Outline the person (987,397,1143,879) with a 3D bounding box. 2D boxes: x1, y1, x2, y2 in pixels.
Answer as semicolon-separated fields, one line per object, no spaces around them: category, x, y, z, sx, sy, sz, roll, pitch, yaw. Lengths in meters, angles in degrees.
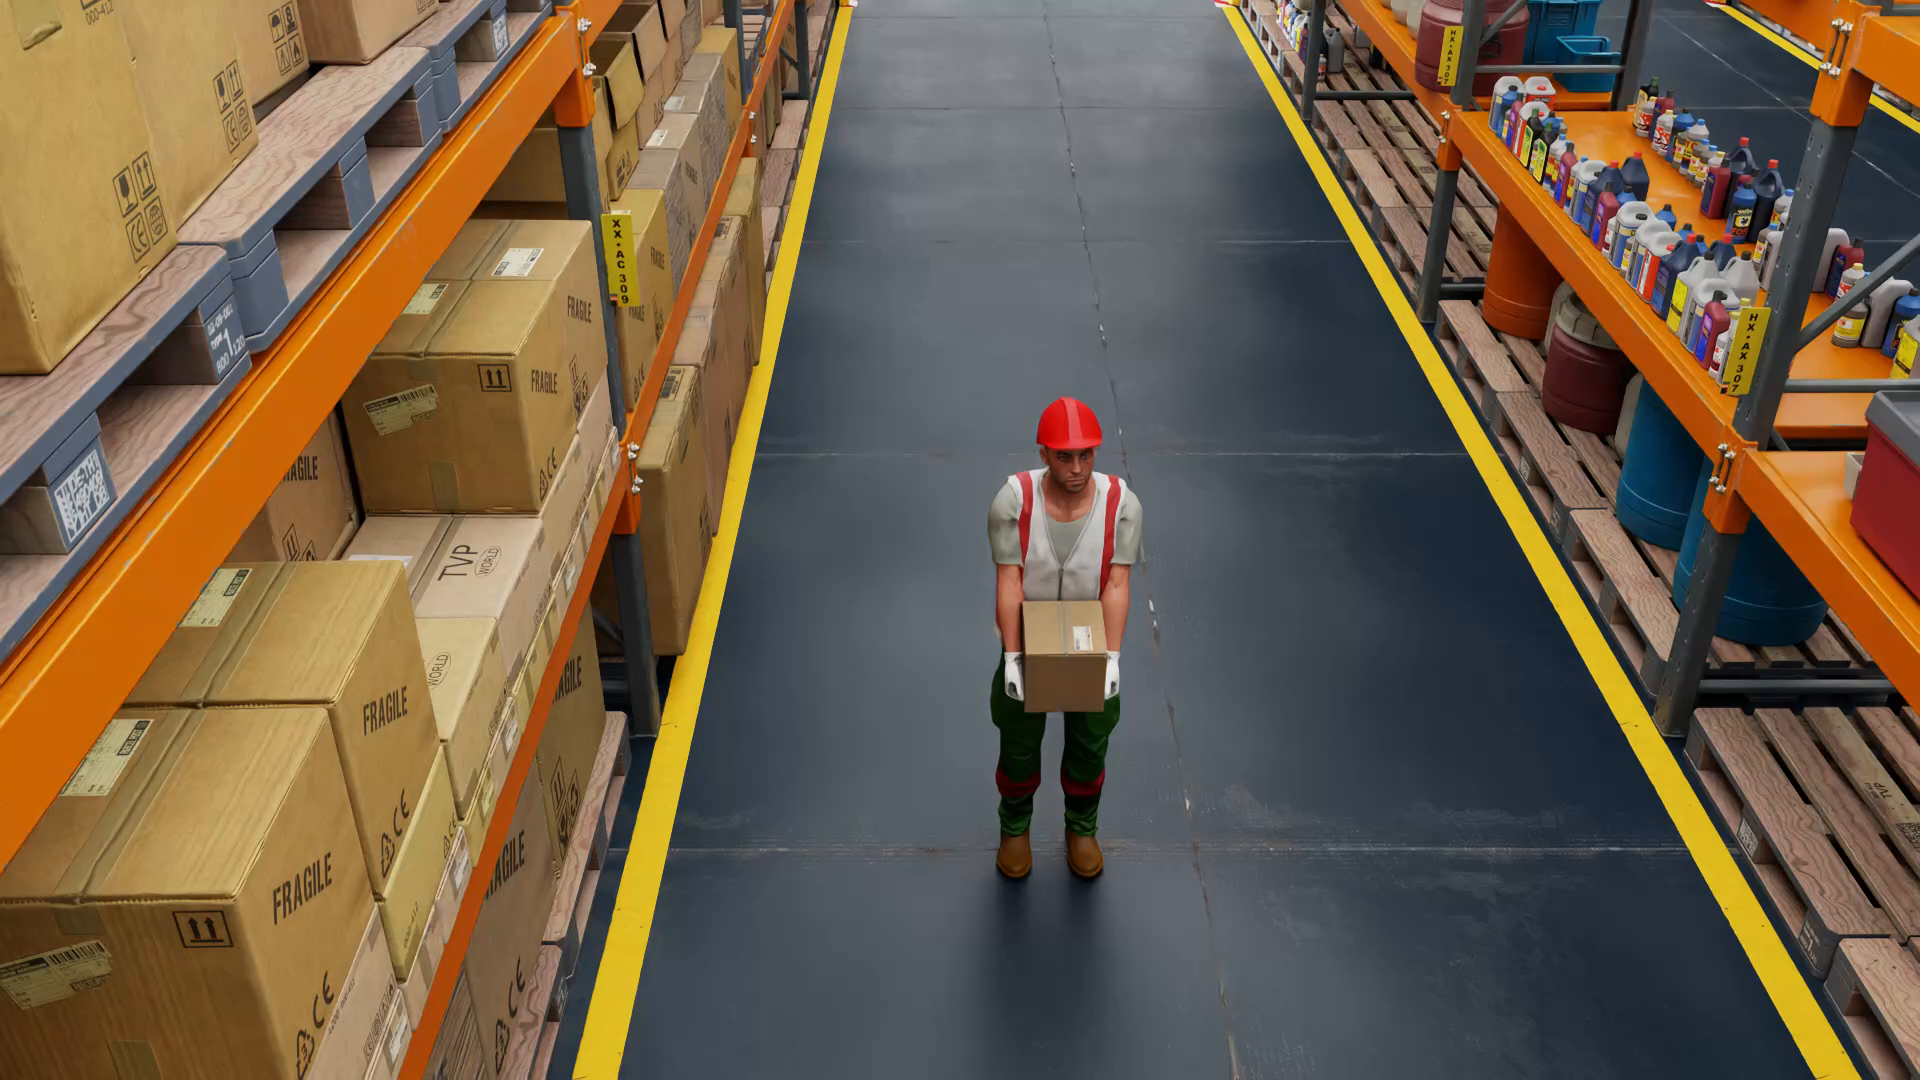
person;0.336;0.399;5.454;0.495;1.787;0.561;0;31;-1
